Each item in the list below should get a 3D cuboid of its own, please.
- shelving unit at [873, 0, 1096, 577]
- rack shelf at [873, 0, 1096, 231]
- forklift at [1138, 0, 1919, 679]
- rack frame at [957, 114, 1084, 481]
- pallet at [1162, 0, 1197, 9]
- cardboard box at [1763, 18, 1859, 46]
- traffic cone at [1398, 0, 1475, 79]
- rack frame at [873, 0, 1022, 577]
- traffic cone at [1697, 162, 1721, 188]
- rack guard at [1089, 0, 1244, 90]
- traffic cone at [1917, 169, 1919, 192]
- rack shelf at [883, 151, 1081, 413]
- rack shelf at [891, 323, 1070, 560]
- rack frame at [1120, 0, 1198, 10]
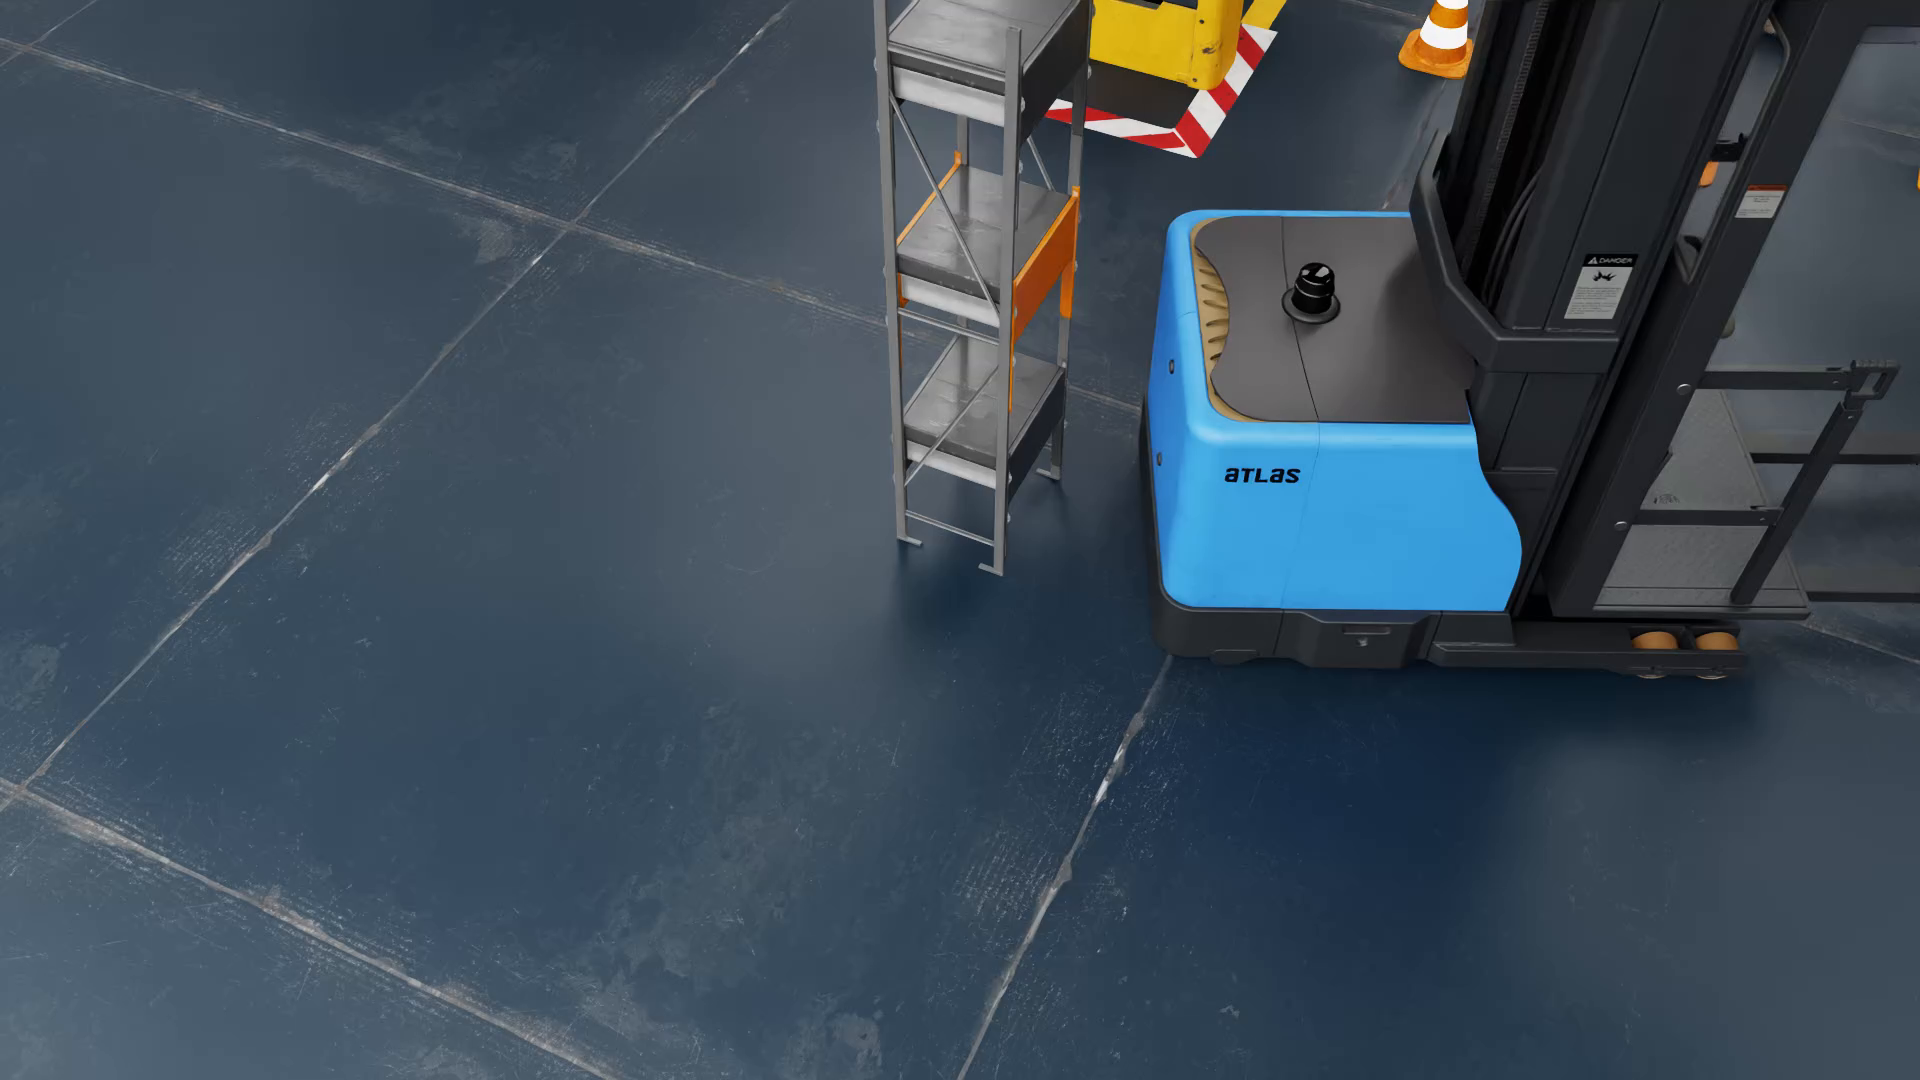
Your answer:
[{"bbox_3d":[0.071,-0.794,5.047,0.431,2.100,0.503,20,52,16],"label":"shelving unit"},{"bbox_3d":[0.071,-1.239,4.525,0.431,0.518,0.480,20,52,16],"label":"rack shelf"},{"bbox_3d":[2.147,-0.912,4.602,3.031,2.935,1.130,1,50,1],"label":"forklift"},{"bbox_3d":[0.175,-0.962,5.190,0.400,2.100,0.015,20,52,16],"label":"rack frame"},{"bbox_3d":[0.965,-2.973,8.141,1.003,0.211,1.213,20,52,16],"label":"pallet"},{"bbox_3d":[3.946,-2.395,7.690,0.250,0.149,0.380,-28,55,-22],"label":"cardboard box"},{"bbox_3d":[2.205,-2.382,7.473,0.336,0.463,0.334,20,52,16],"label":"traffic cone"},{"bbox_3d":[-0.034,-0.626,4.904,0.400,2.100,0.015,20,52,16],"label":"rack frame"},{"bbox_3d":[3.081,-1.780,6.961,0.336,0.463,0.334,20,52,16],"label":"traffic cone"},{"bbox_3d":[0.684,-2.474,7.527,1.175,0.500,0.348,20,52,16],"label":"rack guard"},{"bbox_3d":[4.230,-1.653,6.853,0.336,0.463,0.334,20,52,16],"label":"traffic cone"},{"bbox_3d":[0.071,-0.786,5.058,0.431,0.518,0.480,20,52,16],"label":"rack shelf"},{"bbox_3d":[0.071,-0.332,5.591,0.431,0.518,0.480,20,52,16],"label":"rack shelf"},{"bbox_3d":[0.694,-3.301,6.589,1.000,3.000,0.127,20,52,16],"label":"rack frame"}]
